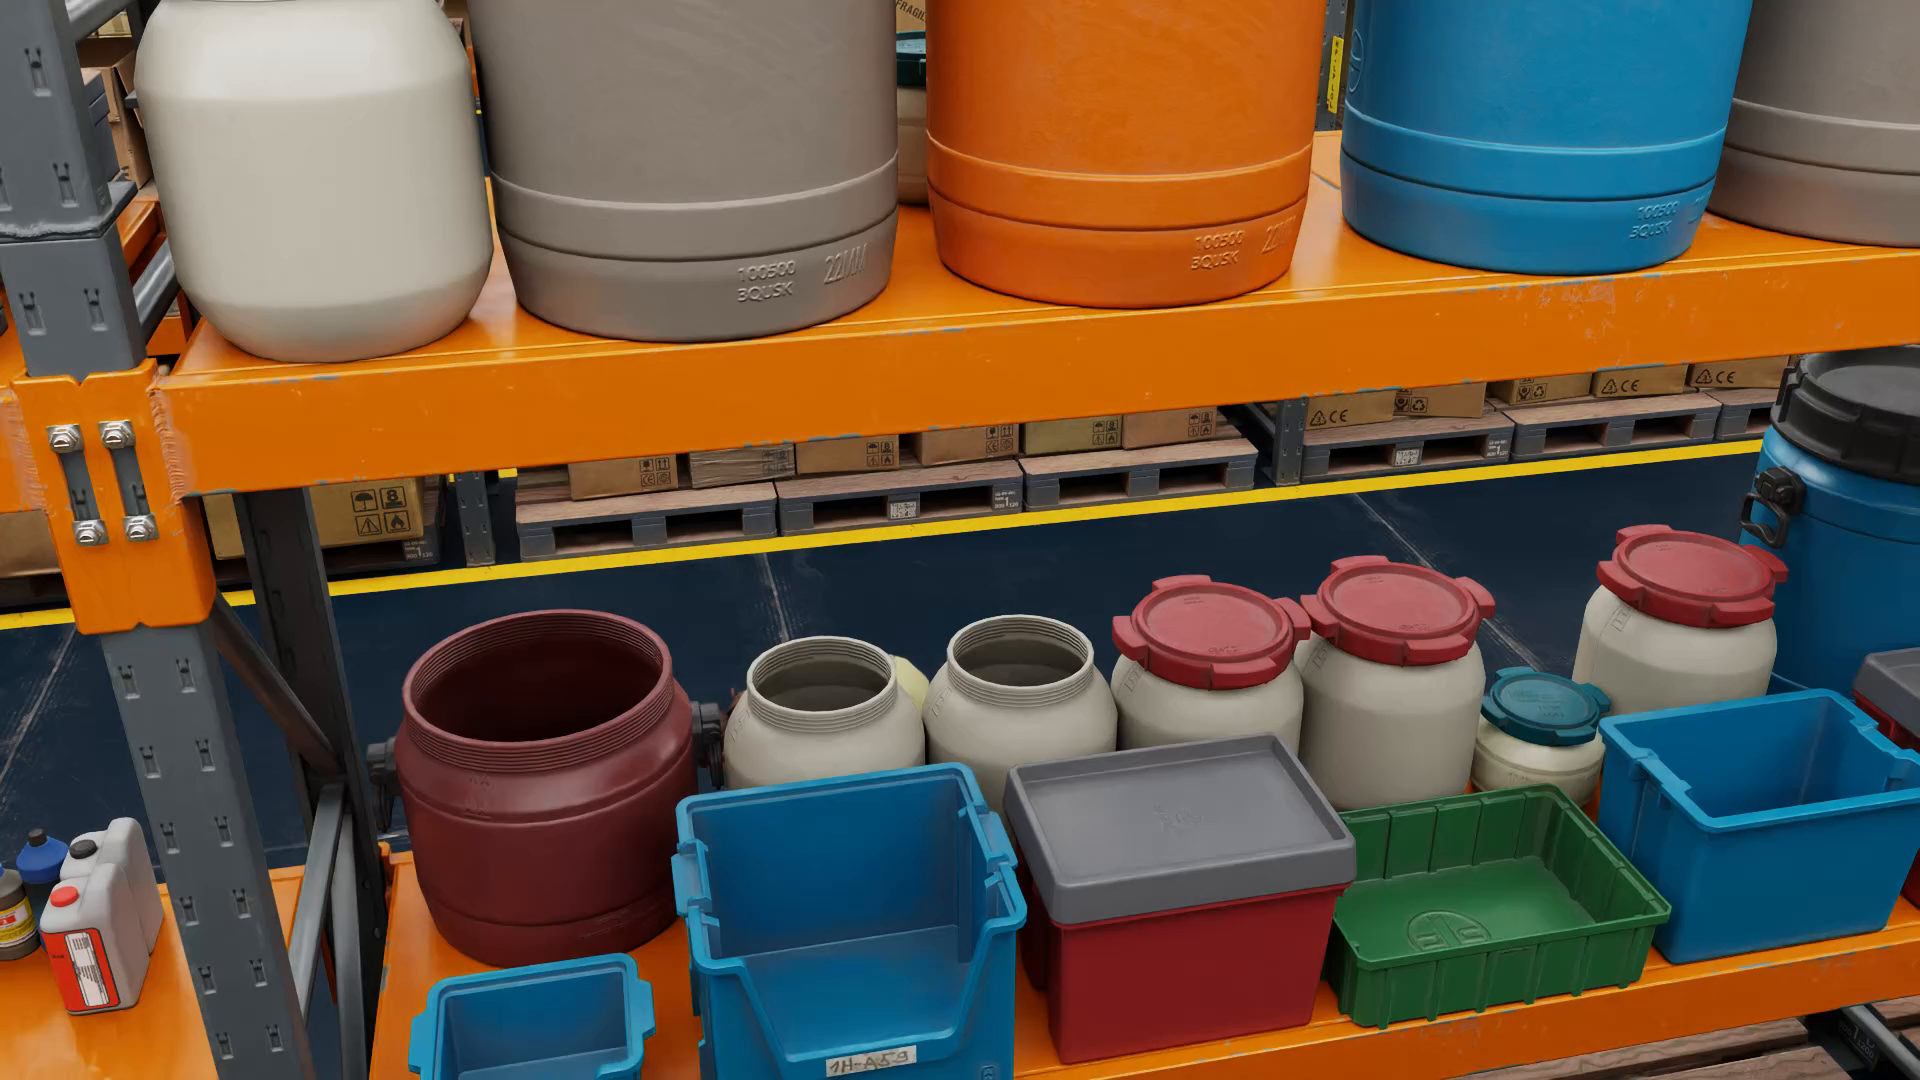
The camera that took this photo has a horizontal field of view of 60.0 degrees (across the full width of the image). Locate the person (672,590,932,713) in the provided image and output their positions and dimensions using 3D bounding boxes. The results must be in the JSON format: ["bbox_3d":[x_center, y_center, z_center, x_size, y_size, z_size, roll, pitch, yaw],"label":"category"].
[{"bbox_3d":[-0.526,0.675,5.536,0.866,0.996,0.446,-7,28,-14],"label":"person"}]
